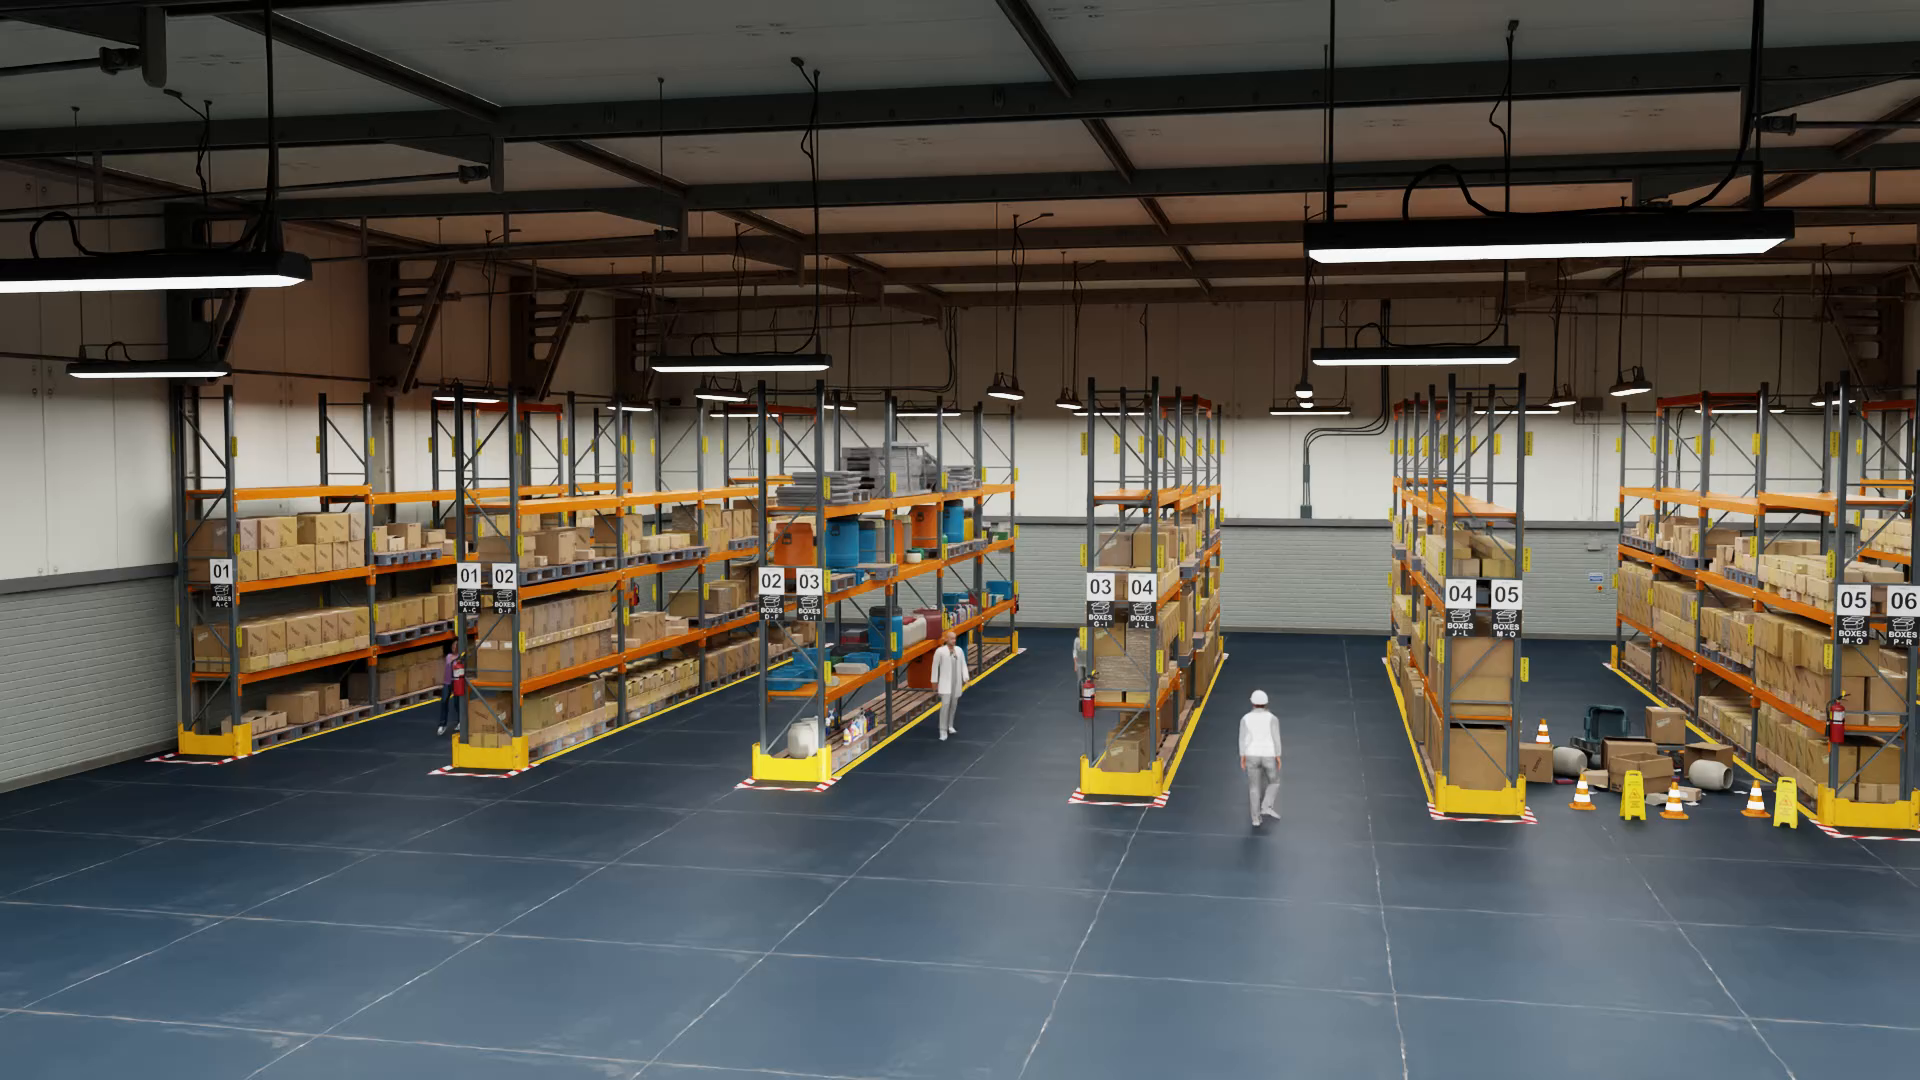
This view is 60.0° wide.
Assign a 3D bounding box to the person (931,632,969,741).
[{"bbox_3d":[-0.172,2.505,28.771,0.661,1.811,0.688,-2,4,-31],"label":"person"}]

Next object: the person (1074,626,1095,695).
[{"bbox_3d":[2.429,2.435,32.040,0.498,1.565,0.455,2,4,25],"label":"person"}]

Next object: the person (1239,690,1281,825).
[{"bbox_3d":[3.976,2.877,22.038,0.571,1.763,0.478,1,3,23],"label":"person"}]

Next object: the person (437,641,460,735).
[{"bbox_3d":[-8.923,2.601,29.197,0.439,1.565,0.660,0,3,6],"label":"person"}]
